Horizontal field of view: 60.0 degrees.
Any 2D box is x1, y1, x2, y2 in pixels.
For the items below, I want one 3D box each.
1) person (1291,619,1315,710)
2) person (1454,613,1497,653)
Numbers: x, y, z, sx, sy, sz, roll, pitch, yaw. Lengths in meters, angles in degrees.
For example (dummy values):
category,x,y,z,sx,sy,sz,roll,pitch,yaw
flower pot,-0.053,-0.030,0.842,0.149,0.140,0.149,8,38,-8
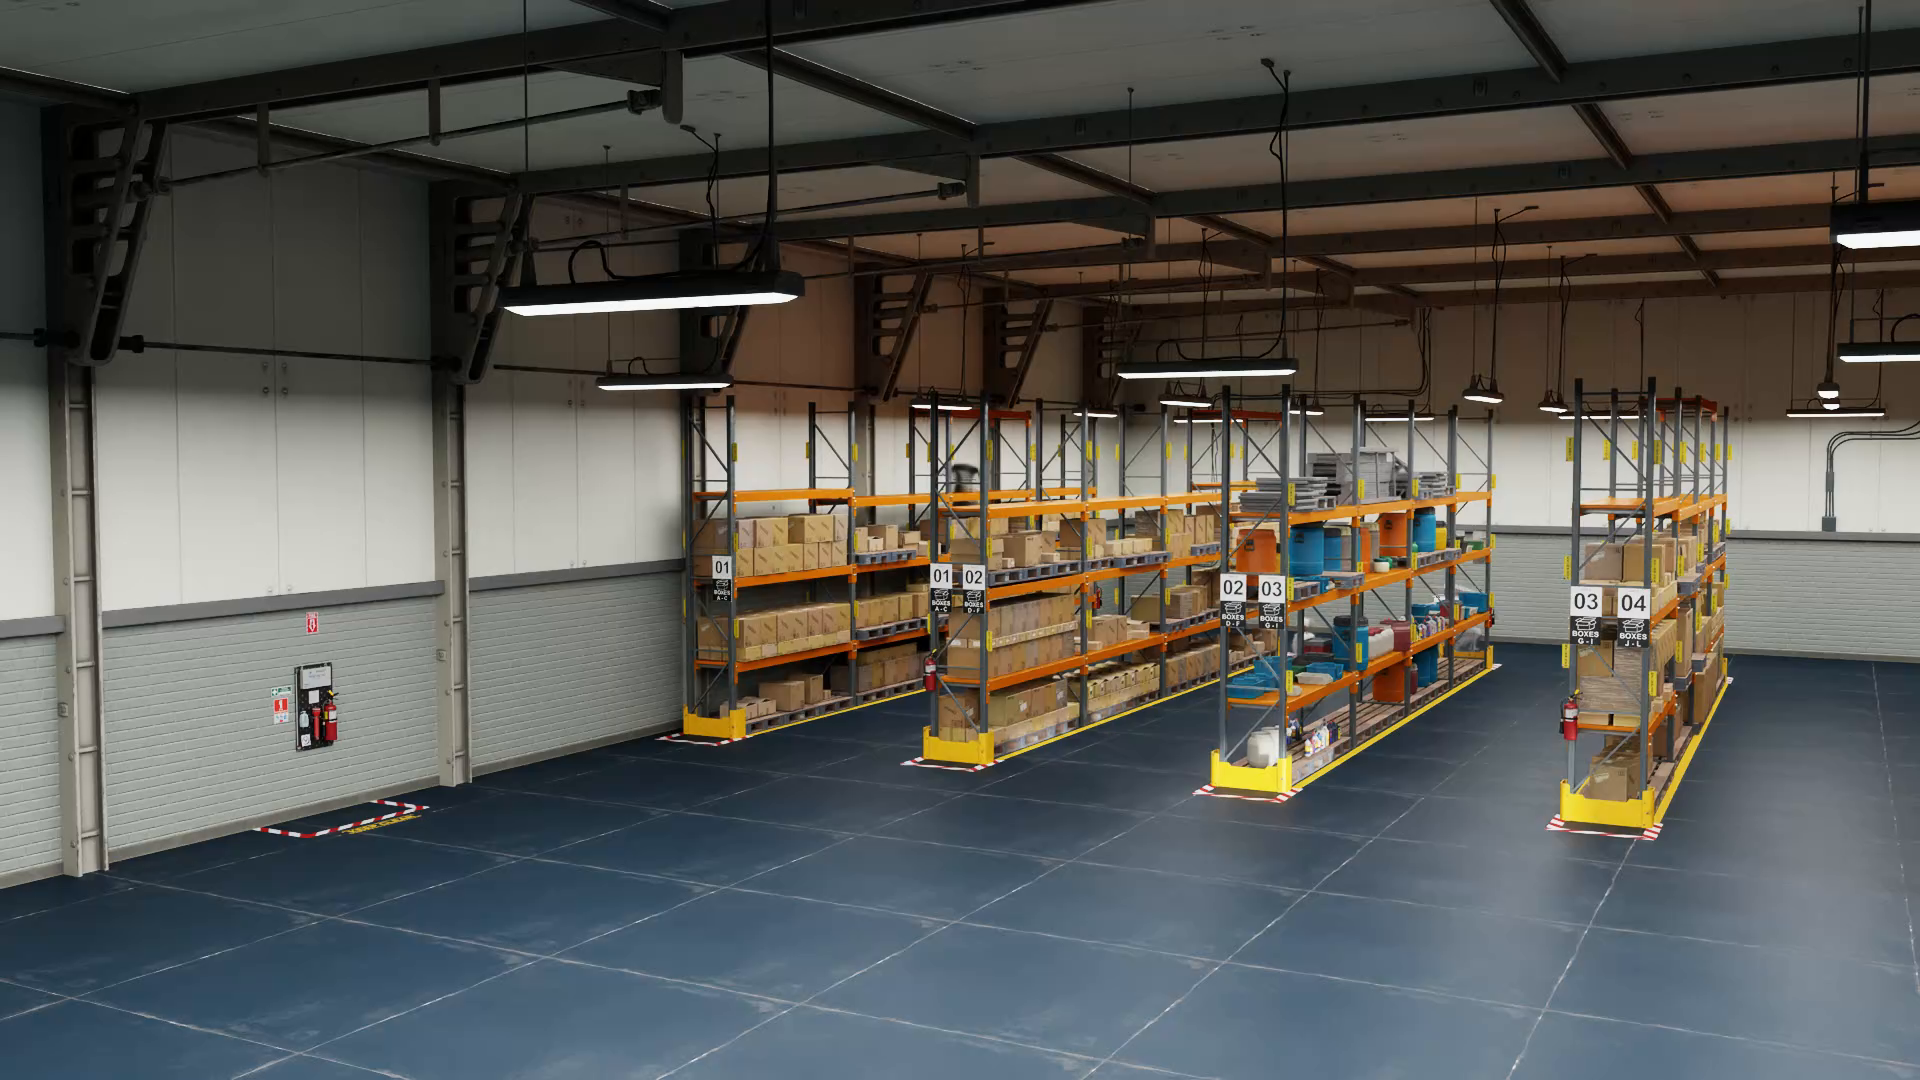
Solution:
category,x,y,z,sx,sy,sz,roll,pitch,yaw
person,6.673,2.417,32.362,0.462,1.798,0.655,-2,3,-30
person,12.623,2.049,40.765,0.667,1.539,1.136,-2,4,-35
